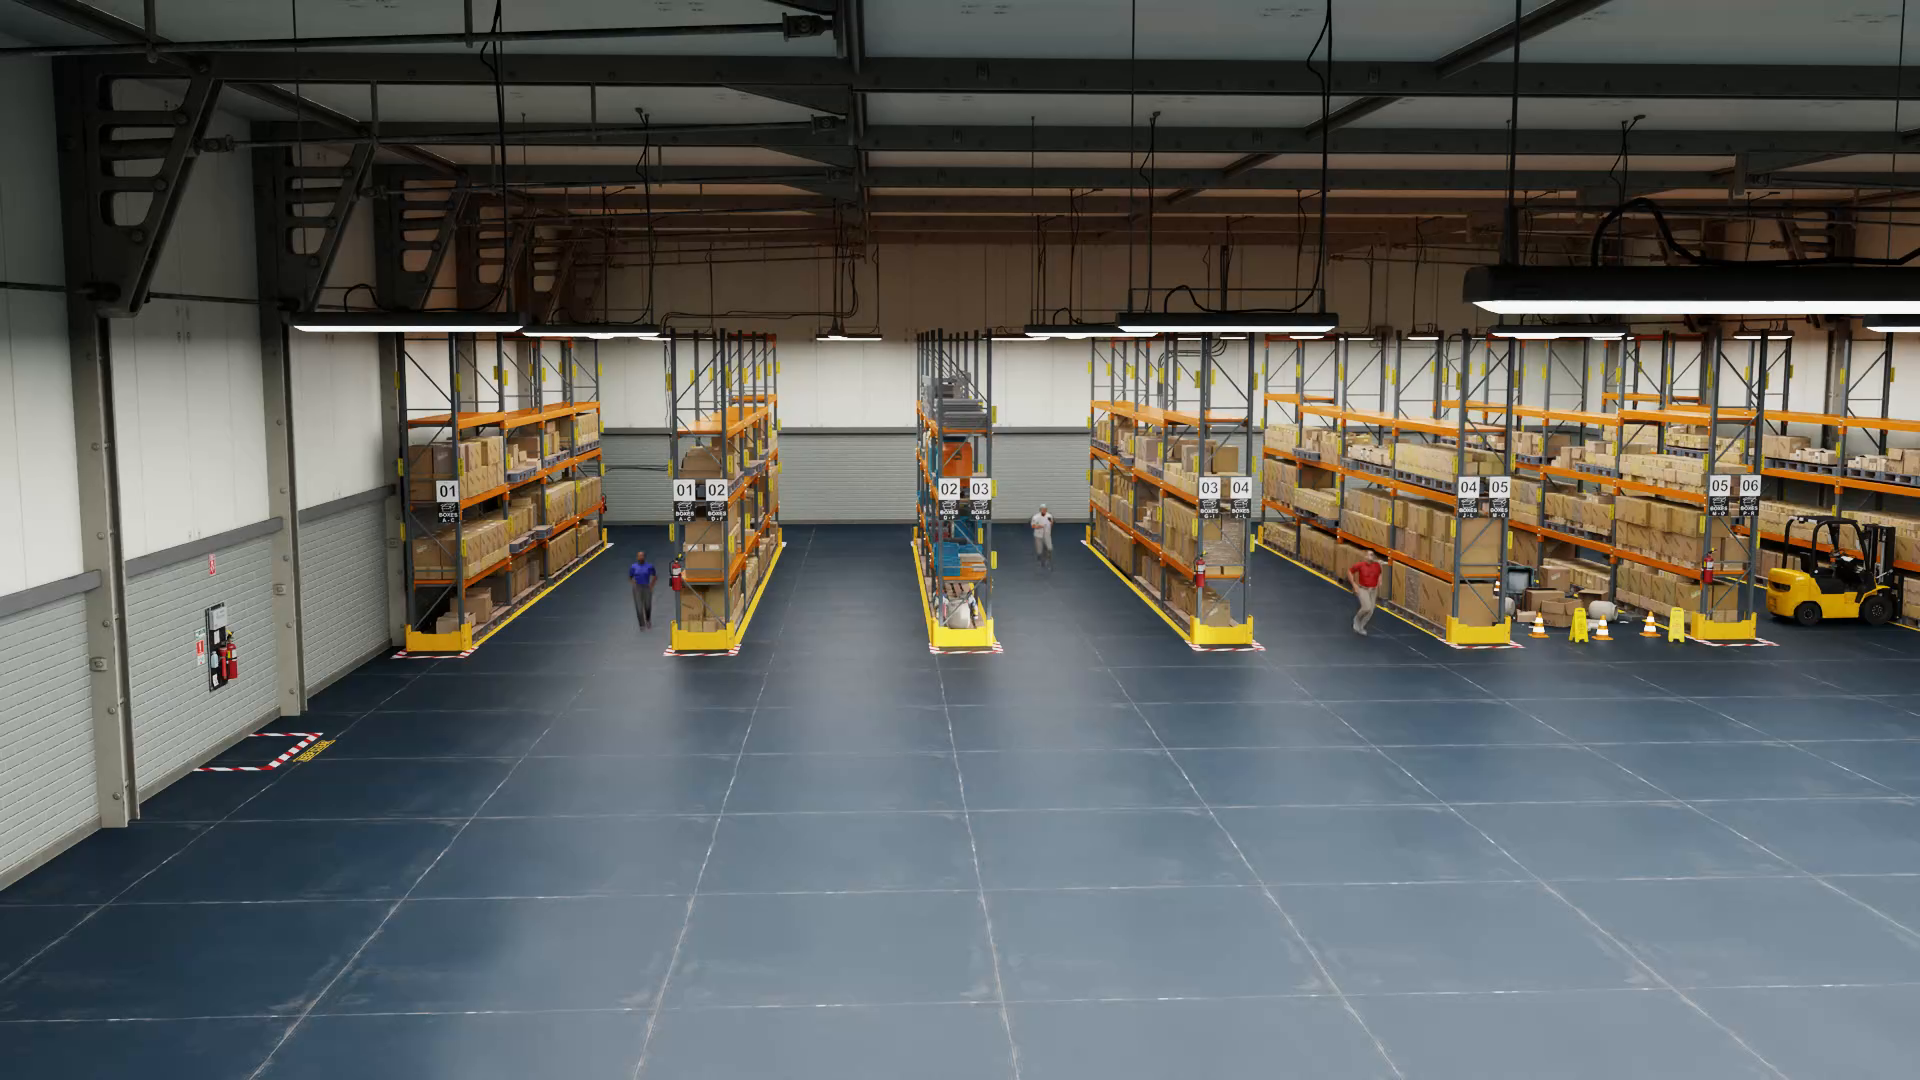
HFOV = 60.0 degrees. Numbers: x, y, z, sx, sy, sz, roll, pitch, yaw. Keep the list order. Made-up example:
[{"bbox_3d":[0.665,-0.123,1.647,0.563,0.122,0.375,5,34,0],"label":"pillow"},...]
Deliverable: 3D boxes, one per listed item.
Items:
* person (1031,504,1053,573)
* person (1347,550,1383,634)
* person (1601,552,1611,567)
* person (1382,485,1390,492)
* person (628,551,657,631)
[{"bbox_3d":[2.015,-0.059,40.850,0.584,1.673,0.774,-1,7,-7],"label":"person"},{"bbox_3d":[8.030,1.032,32.707,0.662,1.682,0.620,-2,7,-20],"label":"person"},{"bbox_3d":[16.316,-0.010,41.489,0.742,1.735,0.711,-1,7,-6],"label":"person"},{"bbox_3d":[12.626,-0.932,49.385,0.863,1.714,0.583,1,7,8],"label":"person"},{"bbox_3d":[-6.318,1.023,33.078,0.565,1.611,0.542,-1,7,-7],"label":"person"}]
